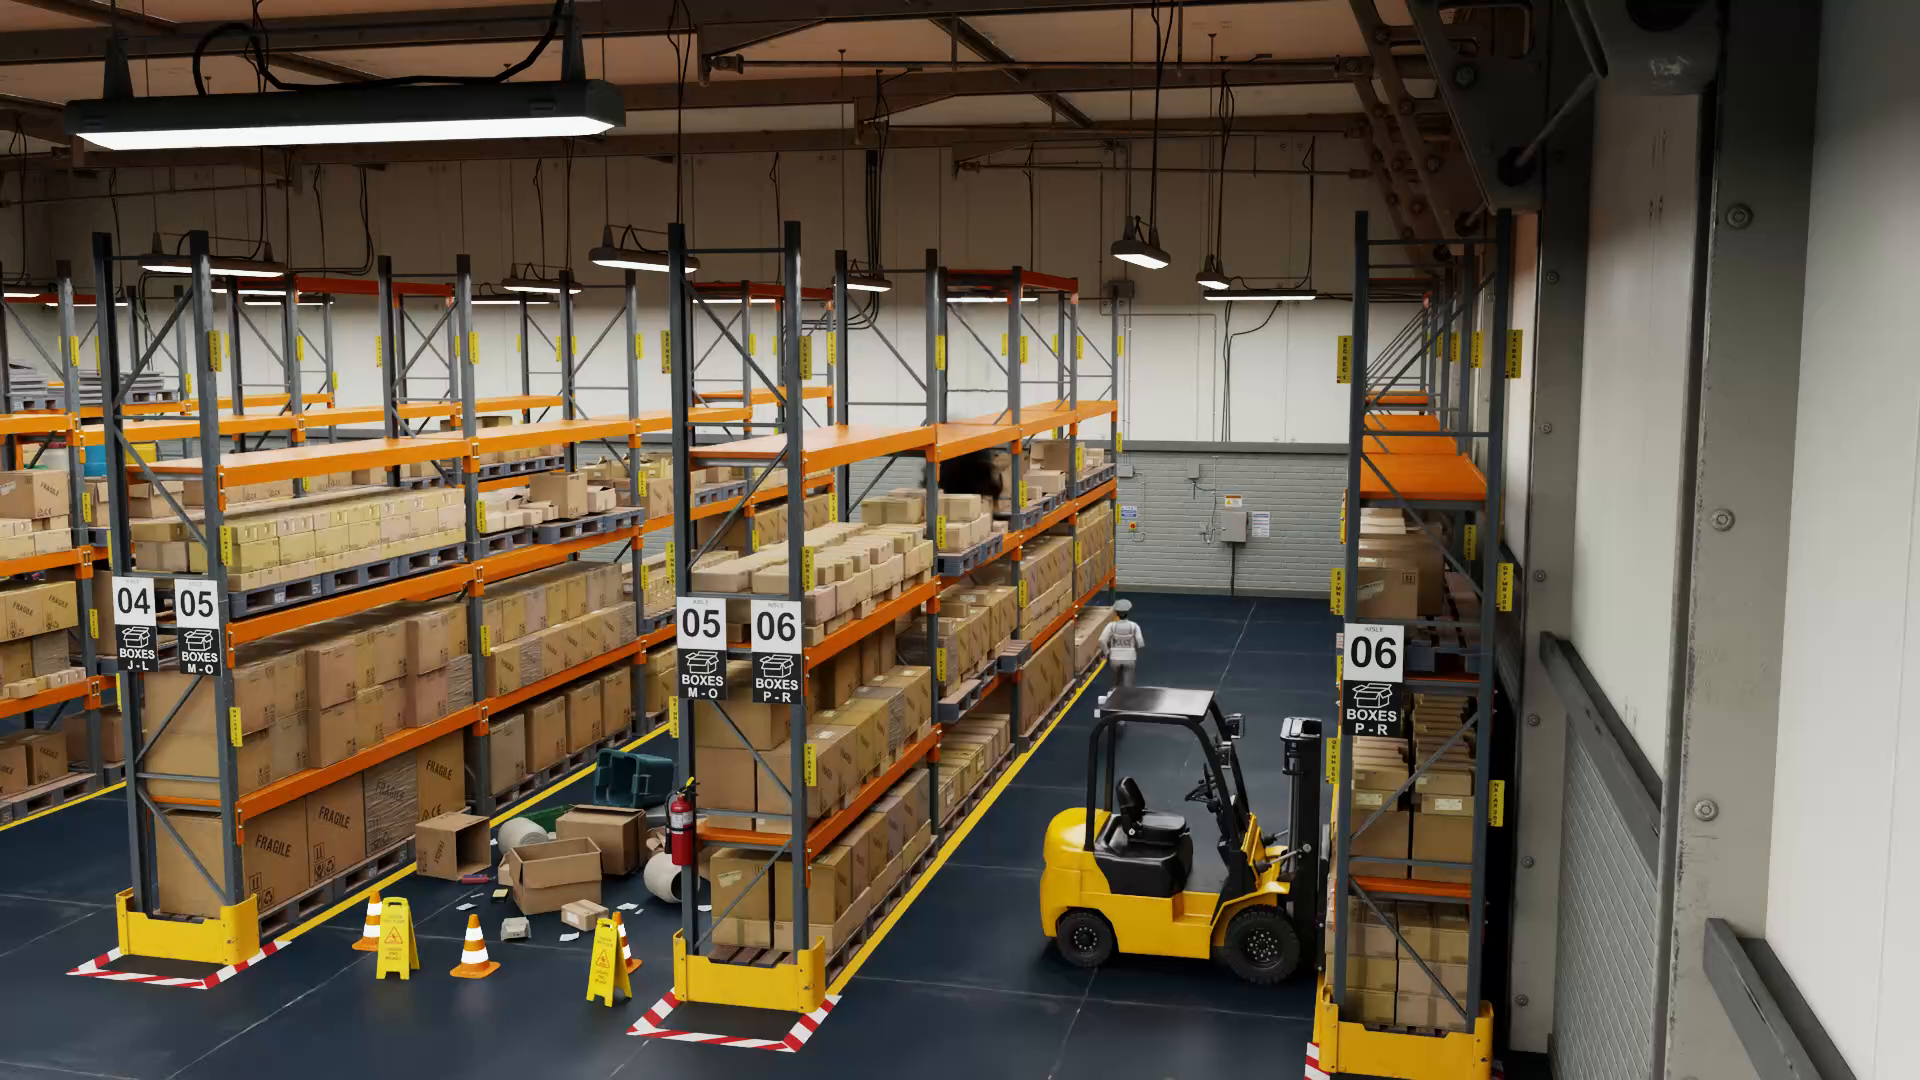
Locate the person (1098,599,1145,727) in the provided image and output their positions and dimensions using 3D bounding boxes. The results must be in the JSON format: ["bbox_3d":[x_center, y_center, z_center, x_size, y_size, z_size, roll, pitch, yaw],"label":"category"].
[{"bbox_3d":[2.132,1.647,21.945,0.596,1.740,0.720,1,7,11],"label":"person"}]
